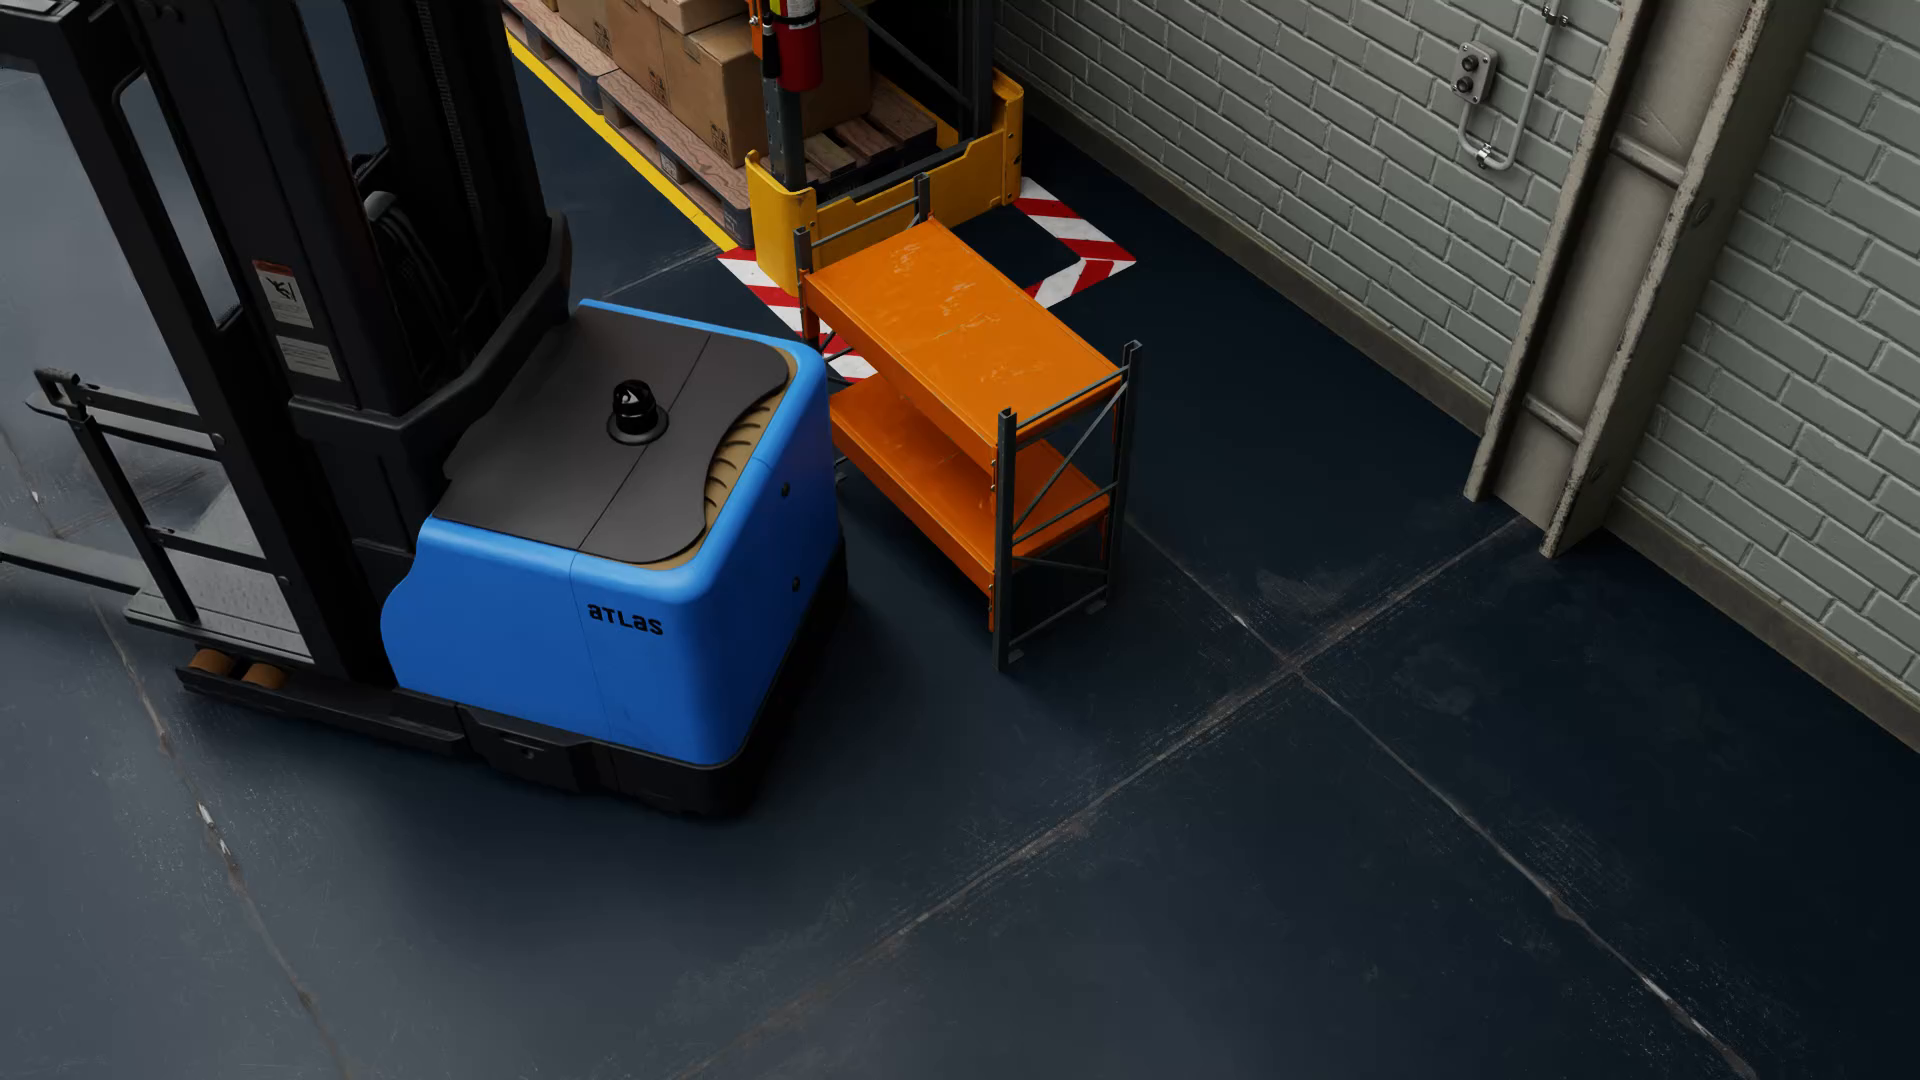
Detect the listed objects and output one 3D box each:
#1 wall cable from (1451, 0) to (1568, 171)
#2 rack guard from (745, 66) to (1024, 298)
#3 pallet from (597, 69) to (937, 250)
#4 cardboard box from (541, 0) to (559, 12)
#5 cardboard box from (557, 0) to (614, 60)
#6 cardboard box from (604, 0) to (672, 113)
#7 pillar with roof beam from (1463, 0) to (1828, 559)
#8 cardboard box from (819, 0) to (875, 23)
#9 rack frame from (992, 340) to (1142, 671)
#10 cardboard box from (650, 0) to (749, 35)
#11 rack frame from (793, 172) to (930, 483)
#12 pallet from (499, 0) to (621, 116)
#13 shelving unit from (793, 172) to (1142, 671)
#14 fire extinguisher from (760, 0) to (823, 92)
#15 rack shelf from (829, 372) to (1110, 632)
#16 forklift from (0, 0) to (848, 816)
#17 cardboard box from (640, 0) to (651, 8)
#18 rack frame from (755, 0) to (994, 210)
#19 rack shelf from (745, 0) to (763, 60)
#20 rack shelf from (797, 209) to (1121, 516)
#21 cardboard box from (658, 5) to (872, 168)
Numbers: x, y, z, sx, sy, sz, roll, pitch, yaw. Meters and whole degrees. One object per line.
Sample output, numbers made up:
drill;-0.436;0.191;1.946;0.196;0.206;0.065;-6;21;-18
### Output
wall cable;1.228;-2.339;5.160;0.084;1.984;1.851;-29;54;-24
rack guard;-0.285;-1.475;6.750;1.175;0.500;0.348;-29;54;-24
pallet;-0.846;-1.828;7.265;1.003;0.211;1.213;-29;54;-24
cardboard box;-1.740;-2.900;7.758;0.700;0.500;0.500;-28;54;-23
cardboard box;-1.411;-2.589;7.476;0.700;0.500;0.500;-31;55;-25
cardboard box;-1.106;-2.293;7.208;0.700;0.500;0.500;-30;54;-24
pillar with roof beam;-1.403;-1.208;0.771;9.100;9.000;0.400;-29;54;-24
cardboard box;-0.568;-2.232;6.714;0.380;0.149;0.250;-29;54;-24
rack frame;0.312;-0.074;5.058;0.500;1.125;0.032;-29;54;-24
cardboard box;-1.026;-2.210;6.694;0.380;0.149;0.250;-30;54;-24
rack frame;-0.304;-0.674;5.601;0.500;1.125;0.032;-29;54;-24
pallet;-1.581;-2.547;7.917;1.003;0.211;1.213;-29;54;-24
shelving unit;0.004;-0.374;5.330;0.538;1.125;1.048;-29;54;-24
fire extinguisher;-0.576;-1.881;5.735;0.296;0.674;0.183;-29;54;-24
rack shelf;0.004;-0.210;5.511;0.538;0.278;1.000;-29;54;-24
forklift;-1.948;-0.800;4.497;3.031;2.935;1.130;13;49;11
cardboard box;-1.181;-2.360;6.831;0.380;0.149;0.250;-28;54;-23
rack frame;-0.300;-2.328;5.836;1.000;3.000;0.127;-29;54;-24
rack shelf;-1.511;-3.266;7.172;1.077;0.370;4.000;-29;54;-24
rack shelf;0.004;-0.570;5.113;0.538;0.278;1.000;-29;54;-24
cardboard box;-0.803;-1.998;6.940;0.700;0.500;0.500;-29;54;-24
